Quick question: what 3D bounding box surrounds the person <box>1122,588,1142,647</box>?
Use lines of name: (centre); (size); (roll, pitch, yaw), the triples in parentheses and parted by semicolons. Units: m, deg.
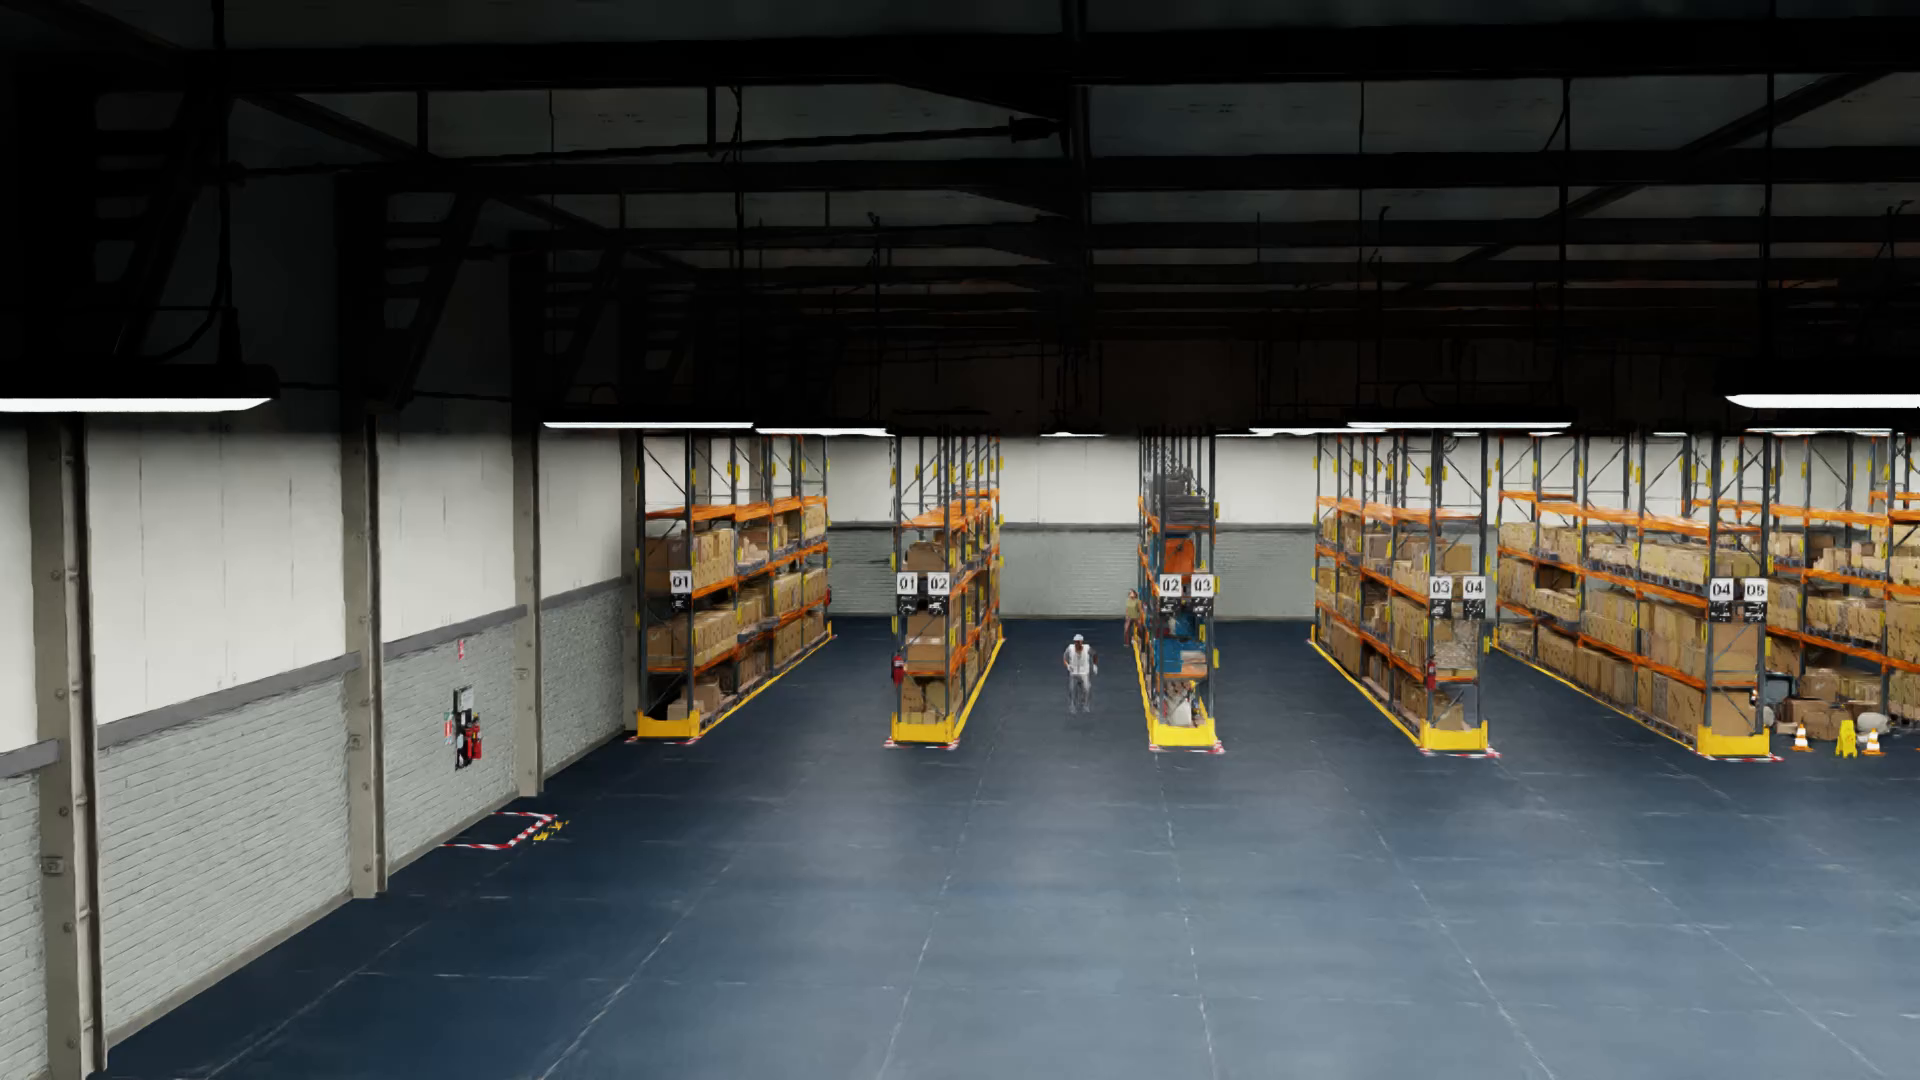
person: (4.804, 2.133, 45.859); (0.504, 1.606, 0.939); (1, 4, 22)

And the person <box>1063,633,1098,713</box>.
person: (2.490, 2.778, 34.523); (0.704, 1.707, 0.791); (1, 4, 10)

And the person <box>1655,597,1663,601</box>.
person: (18.152, 2.294, 43.258); (0.352, 1.630, 0.454); (1, 4, 22)
